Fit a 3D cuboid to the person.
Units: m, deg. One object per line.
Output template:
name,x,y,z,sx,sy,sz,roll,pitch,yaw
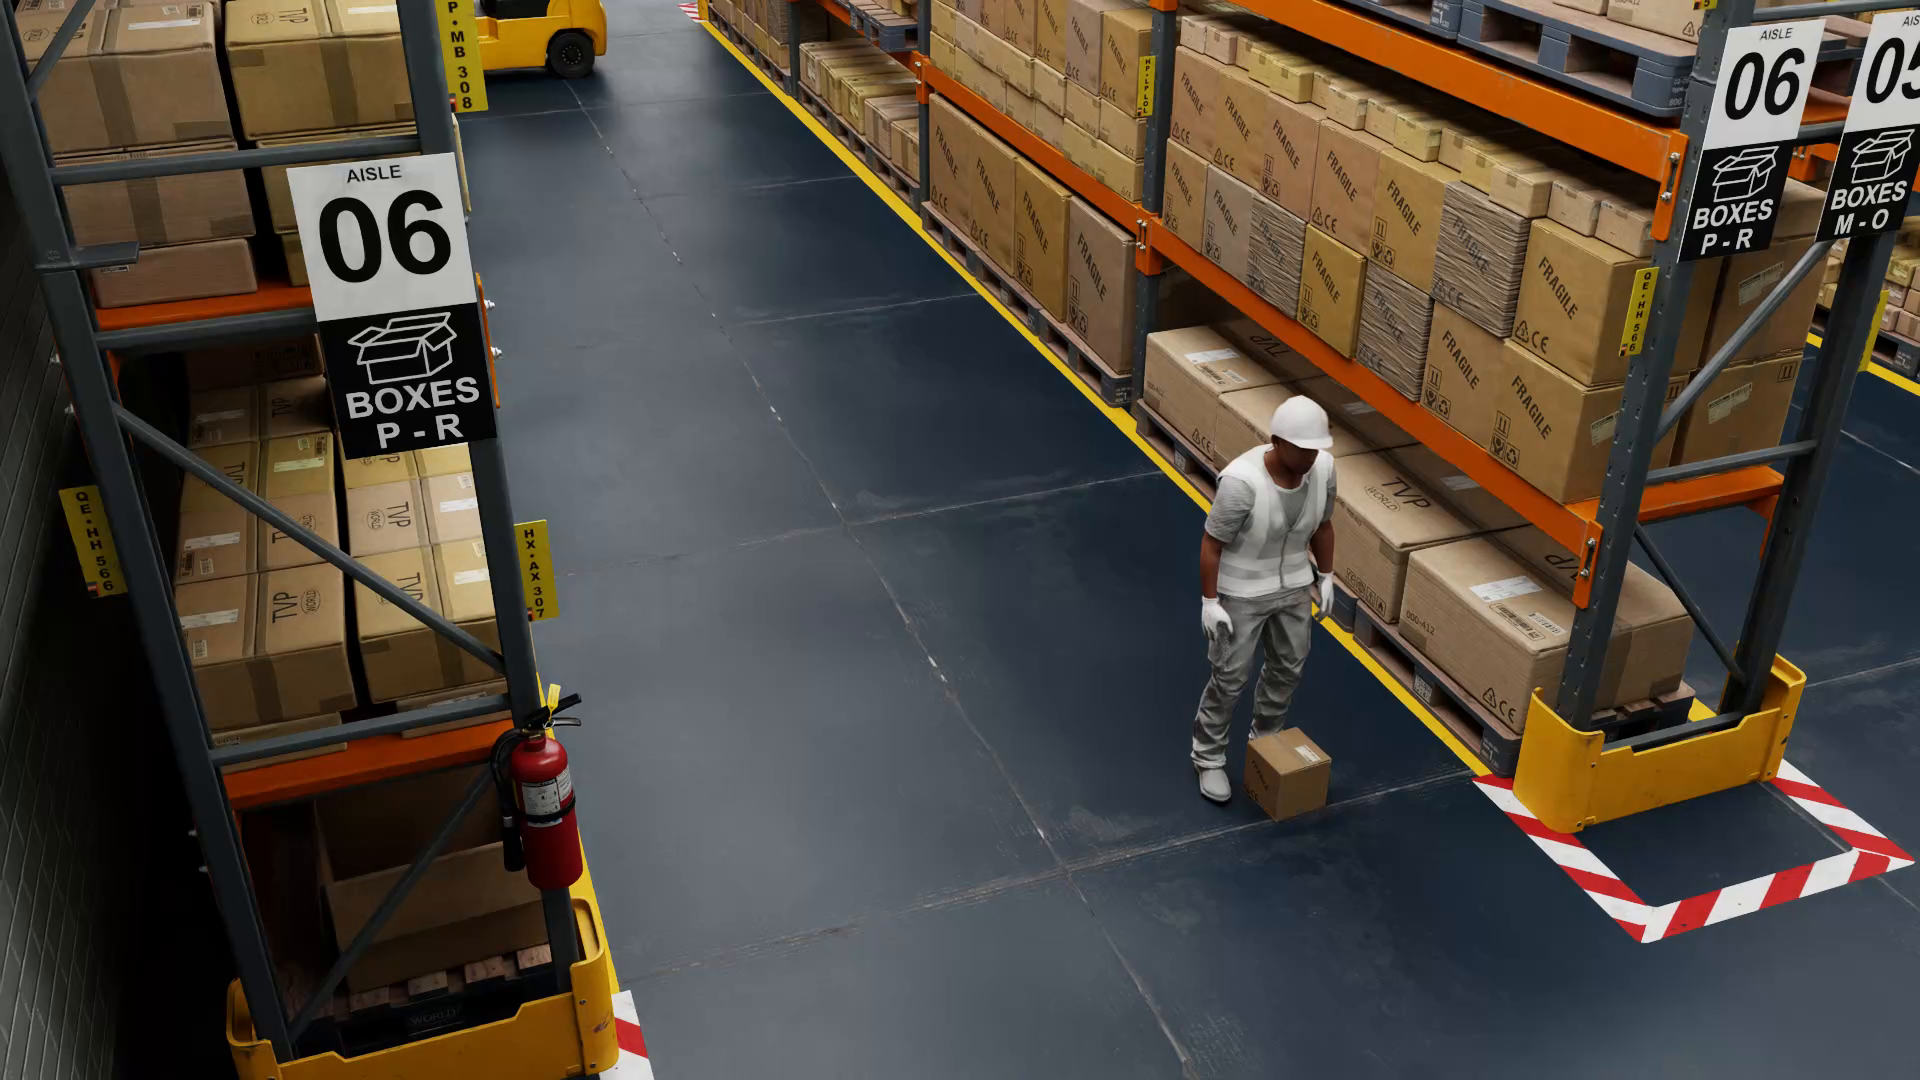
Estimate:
person,1.243,0.218,6.733,0.617,1.774,0.450,-12,32,-20
